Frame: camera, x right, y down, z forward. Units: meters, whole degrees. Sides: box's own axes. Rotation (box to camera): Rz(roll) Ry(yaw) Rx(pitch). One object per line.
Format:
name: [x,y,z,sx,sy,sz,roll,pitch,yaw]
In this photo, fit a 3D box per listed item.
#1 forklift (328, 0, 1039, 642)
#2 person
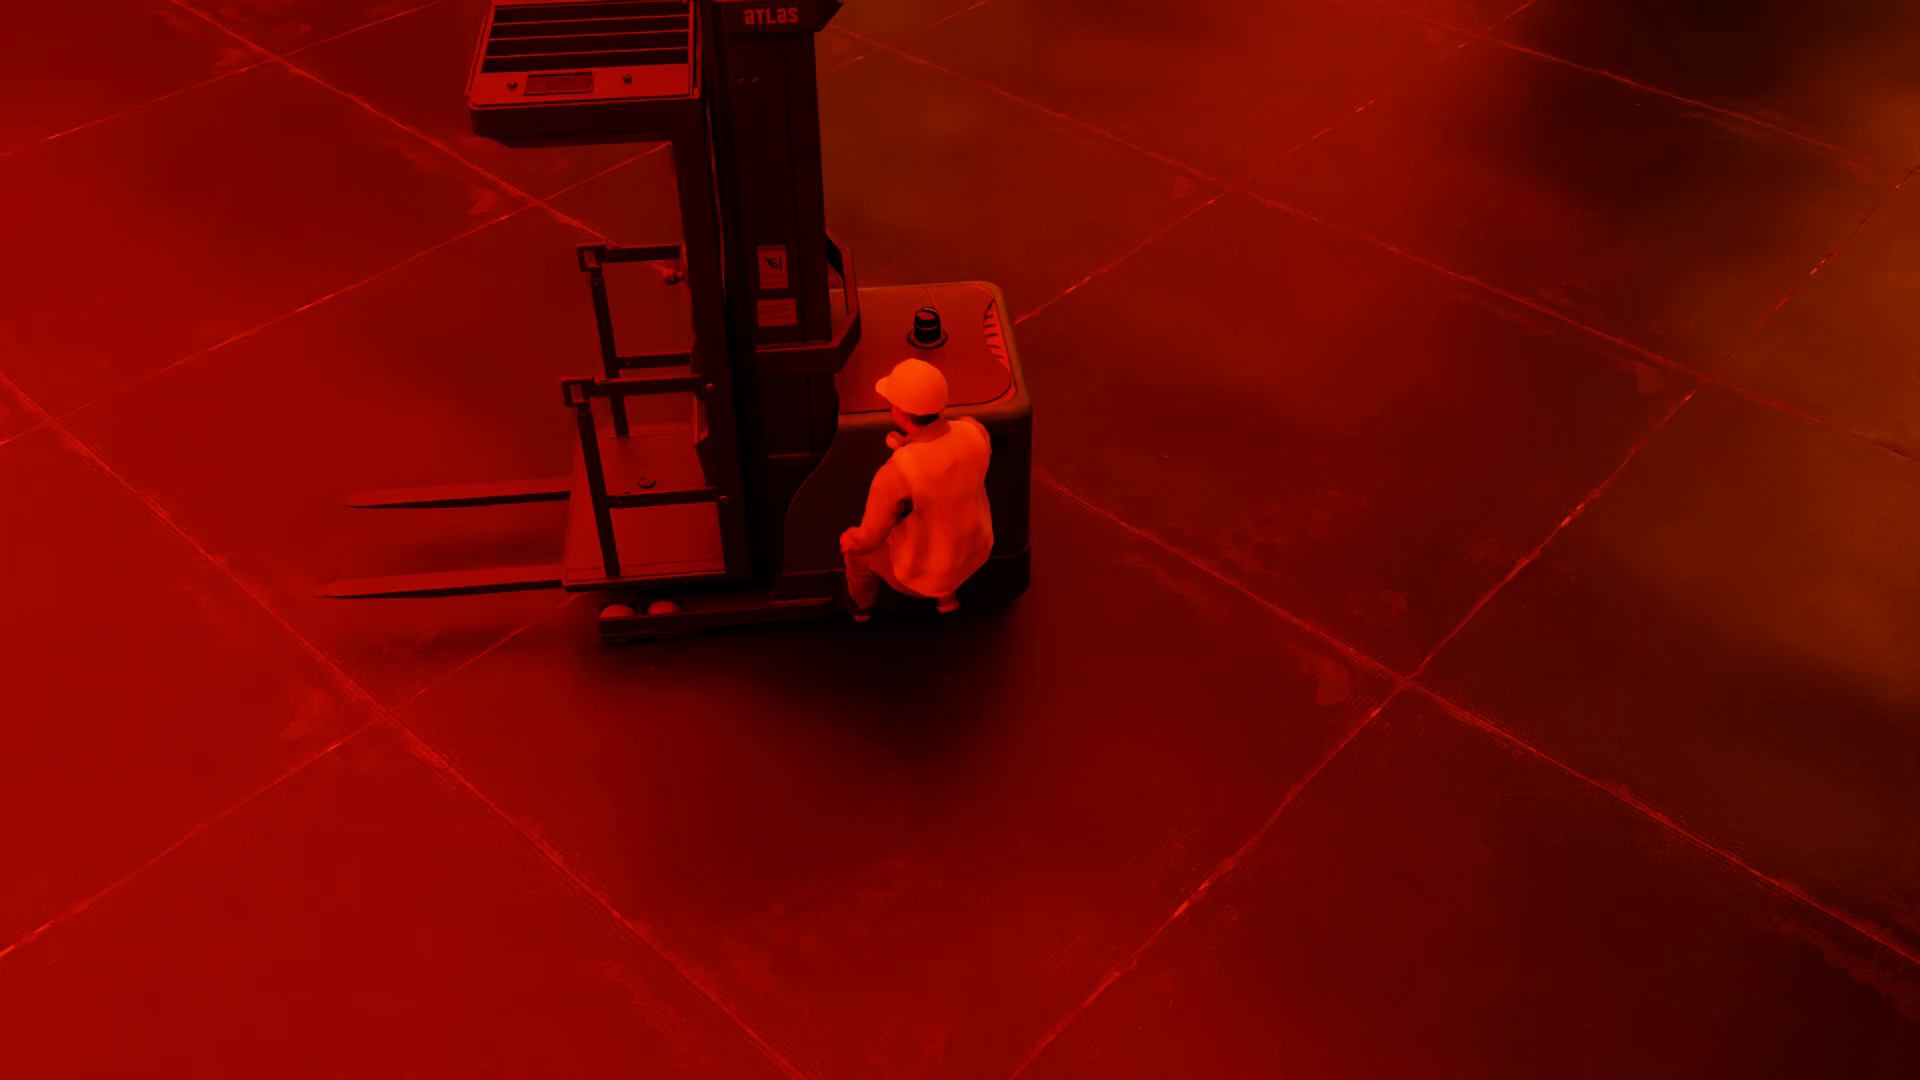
forklift: [-1.220,-1.039,6.640,3.031,2.935,1.130,-4,41,-5]
person: [-0.262,-0.107,6.696,0.921,1.565,0.784,28,48,29]
